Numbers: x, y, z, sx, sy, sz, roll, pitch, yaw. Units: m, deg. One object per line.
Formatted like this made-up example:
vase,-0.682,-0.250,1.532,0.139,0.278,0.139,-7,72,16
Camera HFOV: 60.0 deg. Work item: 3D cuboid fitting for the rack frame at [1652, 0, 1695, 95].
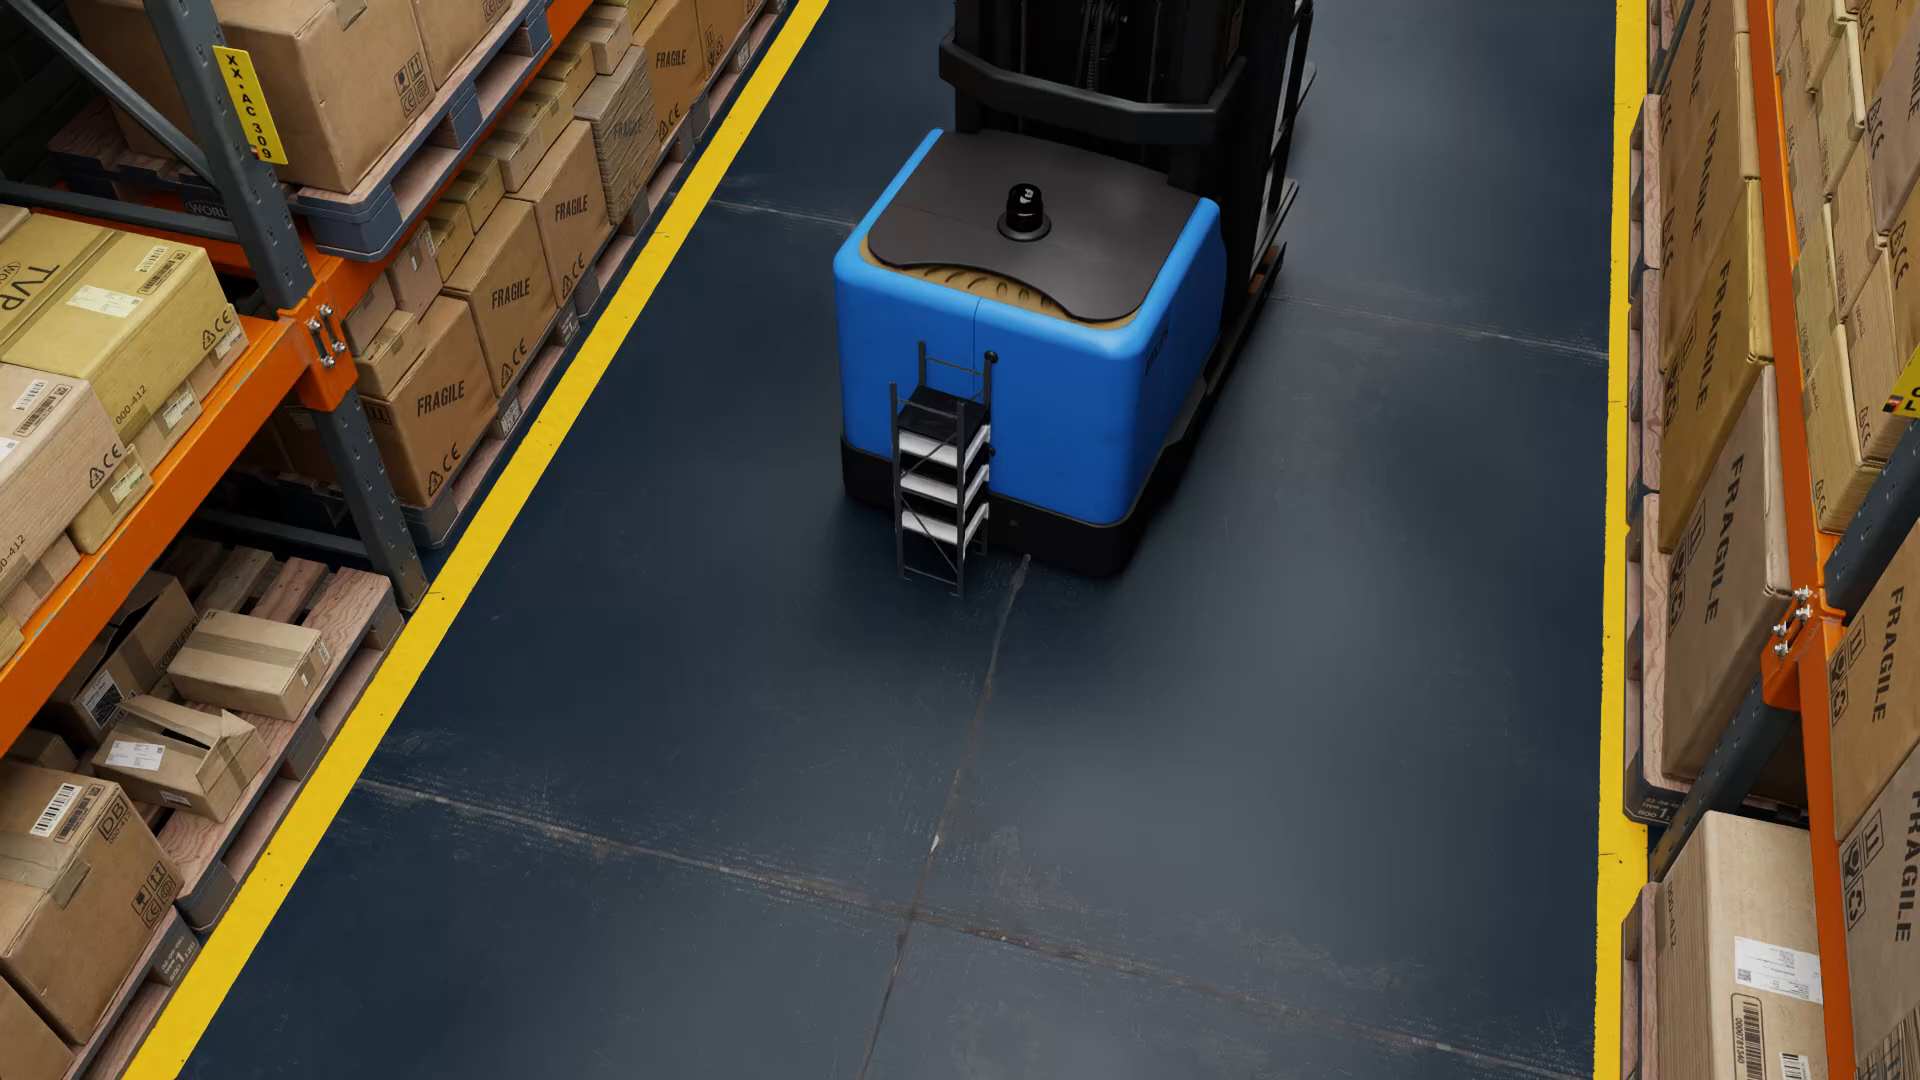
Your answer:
rack frame,3.558,-2.805,6.225,1.000,3.000,0.127,12,50,10

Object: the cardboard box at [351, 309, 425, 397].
cardboard box,-1.933,-0.622,5.253,0.380,0.149,0.250,14,50,12

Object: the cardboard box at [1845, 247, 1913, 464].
cardboard box,2.387,-0.394,3.864,0.500,0.250,0.500,12,50,10

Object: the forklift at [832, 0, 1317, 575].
forklift,0.646,-1.977,5.540,1.130,2.935,3.031,18,51,15

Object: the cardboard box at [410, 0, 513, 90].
cardboard box,-1.805,-1.741,4.939,0.700,0.500,0.500,12,50,10

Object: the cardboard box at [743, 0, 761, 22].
cardboard box,-1.136,-2.745,7.559,0.500,0.500,0.500,13,50,11

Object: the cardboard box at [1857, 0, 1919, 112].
cardboard box,2.662,-1.387,4.240,0.500,0.500,0.500,13,50,11

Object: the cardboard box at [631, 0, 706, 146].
cardboard box,-1.413,-2.006,6.907,0.500,0.500,0.500,14,50,12

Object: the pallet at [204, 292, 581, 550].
pallet,-2.107,-0.562,6.105,1.003,0.211,1.213,12,50,10

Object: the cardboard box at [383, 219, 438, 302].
cardboard box,-1.911,-0.918,5.315,0.380,0.149,0.250,9,49,8

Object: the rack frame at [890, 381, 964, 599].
rack frame,-0.099,-0.138,5.271,0.240,0.900,0.006,18,51,15

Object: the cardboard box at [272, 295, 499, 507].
cardboard box,-1.940,-0.506,5.583,0.500,0.500,0.500,14,50,12

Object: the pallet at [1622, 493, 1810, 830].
pallet,2.635,0.438,5.223,1.003,0.211,1.213,12,50,10

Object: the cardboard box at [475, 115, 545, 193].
cardboard box,-1.718,-1.400,5.939,0.380,0.149,0.250,11,50,10

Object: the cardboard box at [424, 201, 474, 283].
cardboard box,-1.879,-1.025,5.609,0.380,0.149,0.250,9,49,8

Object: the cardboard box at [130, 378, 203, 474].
cardboard box,-2.172,-0.332,4.210,0.380,0.149,0.250,13,50,11

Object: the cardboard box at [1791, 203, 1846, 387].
cardboard box,2.515,-0.604,4.383,0.500,0.250,0.500,11,49,10

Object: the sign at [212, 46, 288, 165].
sign,-1.759,-1.073,4.119,0.100,0.325,0.005,12,50,10

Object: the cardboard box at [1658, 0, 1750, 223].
cardboard box,3.296,-1.758,6.438,0.875,0.875,0.875,11,50,10

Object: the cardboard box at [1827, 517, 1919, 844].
cardboard box,2.129,0.343,3.380,0.500,0.500,0.500,13,50,11

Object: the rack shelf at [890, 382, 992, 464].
rack shelf,-0.058,-0.364,5.156,0.258,0.077,0.200,18,51,15

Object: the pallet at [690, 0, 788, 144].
pallet,-1.465,-2.326,7.663,1.003,0.211,1.213,12,50,10

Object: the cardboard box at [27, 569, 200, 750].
cardboard box,-2.686,0.293,5.004,0.500,0.311,0.500,13,50,11

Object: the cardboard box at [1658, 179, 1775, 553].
cardboard box,2.821,-0.467,5.298,0.875,0.875,0.875,13,50,11

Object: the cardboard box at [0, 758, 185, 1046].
cardboard box,-2.549,0.908,4.335,0.700,0.500,0.500,10,49,9

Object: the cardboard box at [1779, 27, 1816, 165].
cardboard box,2.798,-1.340,5.032,0.500,0.250,0.500,12,50,10

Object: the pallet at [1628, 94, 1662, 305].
pallet,3.278,-1.327,6.780,1.003,0.211,1.213,12,50,10

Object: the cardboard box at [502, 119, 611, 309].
cardboard box,-1.674,-1.253,6.242,0.500,0.500,0.500,10,49,9

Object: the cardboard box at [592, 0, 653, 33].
cardboard box,-1.450,-2.153,6.604,0.380,0.149,0.250,11,49,9

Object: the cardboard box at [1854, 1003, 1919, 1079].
cardboard box,1.856,1.065,2.743,0.500,0.500,0.500,12,50,10

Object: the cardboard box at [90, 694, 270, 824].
cardboard box,-2.242,0.596,4.766,0.396,0.266,0.258,13,50,11

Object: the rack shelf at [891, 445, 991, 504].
rack shelf,-0.058,-0.245,5.291,0.258,0.077,0.200,18,51,15

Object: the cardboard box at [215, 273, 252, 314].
cardboard box,-2.466,-0.738,5.355,0.380,0.149,0.250,10,49,9

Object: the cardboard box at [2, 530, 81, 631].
cardboard box,-2.313,0.045,3.877,0.380,0.149,0.250,13,50,11

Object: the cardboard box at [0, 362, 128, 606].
cardboard box,-2.301,-0.156,3.788,0.500,0.250,0.500,12,50,10

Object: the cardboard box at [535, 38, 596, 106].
cardboard box,-1.607,-1.780,6.275,0.380,0.149,0.250,12,50,10

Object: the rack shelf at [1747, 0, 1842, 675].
rack shelf,3.032,-1.120,5.218,1.077,0.370,4.000,12,50,10

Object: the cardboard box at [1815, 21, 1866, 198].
cardboard box,2.642,-1.133,4.516,0.500,0.250,0.500,13,50,11

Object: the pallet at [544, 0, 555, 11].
pallet,-1.739,-2.311,5.917,1.003,0.211,1.213,12,50,10

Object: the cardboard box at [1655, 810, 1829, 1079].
cardboard box,2.236,1.230,4.092,0.875,0.438,0.875,11,49,9

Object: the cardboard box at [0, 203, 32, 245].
cardboard box,-2.675,-0.632,4.209,0.500,0.250,0.500,11,50,10

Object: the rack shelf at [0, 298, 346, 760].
rack shelf,-2.811,0.796,3.526,1.077,0.370,4.000,12,50,10

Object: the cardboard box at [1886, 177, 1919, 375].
cardboard box,2.380,-0.648,3.588,0.500,0.500,0.500,13,50,11

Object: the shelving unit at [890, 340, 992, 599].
shelving unit,-0.058,-0.208,5.333,0.258,0.900,0.210,18,51,15

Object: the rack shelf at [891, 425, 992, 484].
rack shelf,-0.058,-0.305,5.223,0.258,0.077,0.200,18,51,15

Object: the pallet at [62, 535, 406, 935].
pallet,-2.466,0.531,5.141,1.003,0.211,1.213,12,50,10
